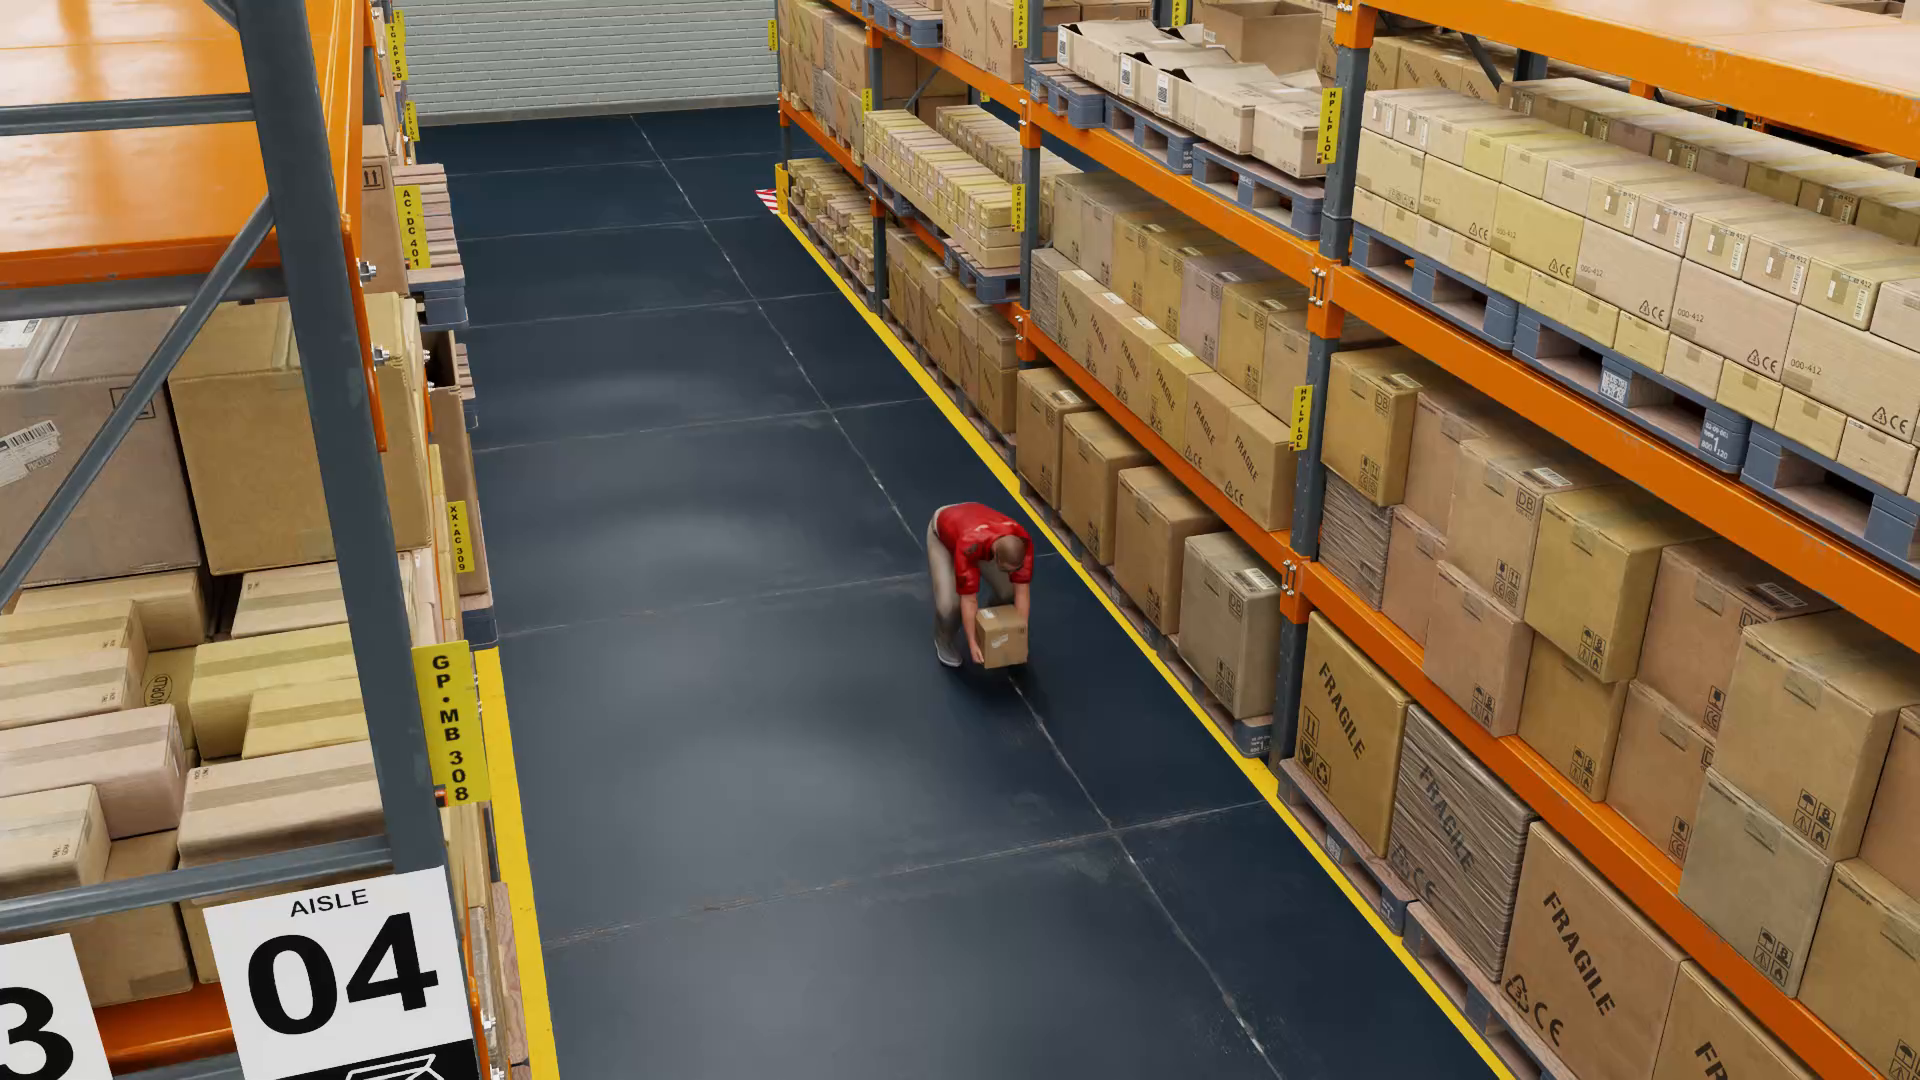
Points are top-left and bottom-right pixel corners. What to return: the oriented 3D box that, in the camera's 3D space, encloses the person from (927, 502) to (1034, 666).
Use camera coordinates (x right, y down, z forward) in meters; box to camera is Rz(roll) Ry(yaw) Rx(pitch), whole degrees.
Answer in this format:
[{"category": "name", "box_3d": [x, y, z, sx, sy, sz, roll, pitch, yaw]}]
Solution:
[{"category": "person", "box_3d": [0.125, 0.283, 9.613, 0.539, 1.019, 0.944, -9, 28, -19]}]
